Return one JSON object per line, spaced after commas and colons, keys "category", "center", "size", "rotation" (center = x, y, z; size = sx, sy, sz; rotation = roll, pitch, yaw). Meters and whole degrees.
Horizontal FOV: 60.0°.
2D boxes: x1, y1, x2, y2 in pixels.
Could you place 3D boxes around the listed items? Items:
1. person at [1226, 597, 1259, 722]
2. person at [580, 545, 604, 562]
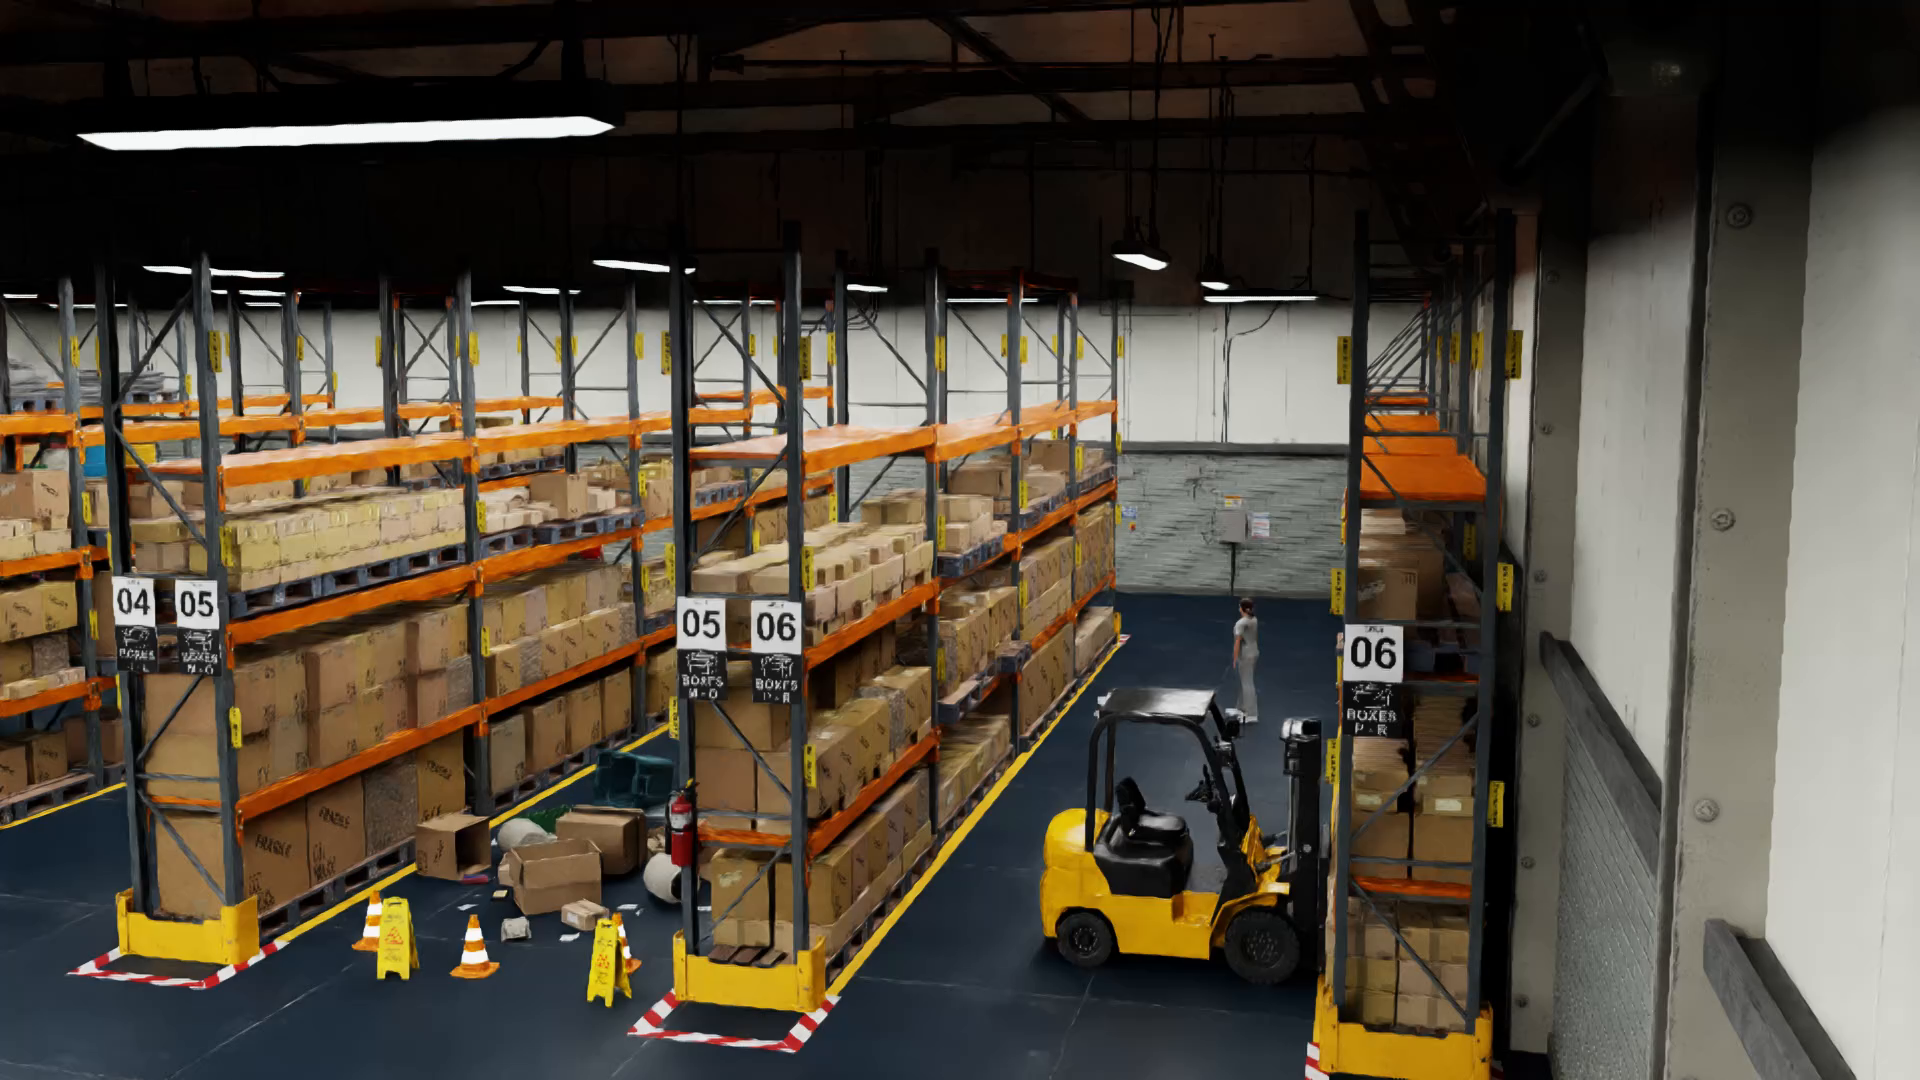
{"category": "person", "center": [3.835, 1.585, 22.488], "size": [0.580, 1.666, 0.574], "rotation": [5, 8, 35]}
{"category": "person", "center": [-7.036, 0.459, 31.635], "size": [0.640, 1.722, 0.454], "rotation": [-5, 9, -35]}
